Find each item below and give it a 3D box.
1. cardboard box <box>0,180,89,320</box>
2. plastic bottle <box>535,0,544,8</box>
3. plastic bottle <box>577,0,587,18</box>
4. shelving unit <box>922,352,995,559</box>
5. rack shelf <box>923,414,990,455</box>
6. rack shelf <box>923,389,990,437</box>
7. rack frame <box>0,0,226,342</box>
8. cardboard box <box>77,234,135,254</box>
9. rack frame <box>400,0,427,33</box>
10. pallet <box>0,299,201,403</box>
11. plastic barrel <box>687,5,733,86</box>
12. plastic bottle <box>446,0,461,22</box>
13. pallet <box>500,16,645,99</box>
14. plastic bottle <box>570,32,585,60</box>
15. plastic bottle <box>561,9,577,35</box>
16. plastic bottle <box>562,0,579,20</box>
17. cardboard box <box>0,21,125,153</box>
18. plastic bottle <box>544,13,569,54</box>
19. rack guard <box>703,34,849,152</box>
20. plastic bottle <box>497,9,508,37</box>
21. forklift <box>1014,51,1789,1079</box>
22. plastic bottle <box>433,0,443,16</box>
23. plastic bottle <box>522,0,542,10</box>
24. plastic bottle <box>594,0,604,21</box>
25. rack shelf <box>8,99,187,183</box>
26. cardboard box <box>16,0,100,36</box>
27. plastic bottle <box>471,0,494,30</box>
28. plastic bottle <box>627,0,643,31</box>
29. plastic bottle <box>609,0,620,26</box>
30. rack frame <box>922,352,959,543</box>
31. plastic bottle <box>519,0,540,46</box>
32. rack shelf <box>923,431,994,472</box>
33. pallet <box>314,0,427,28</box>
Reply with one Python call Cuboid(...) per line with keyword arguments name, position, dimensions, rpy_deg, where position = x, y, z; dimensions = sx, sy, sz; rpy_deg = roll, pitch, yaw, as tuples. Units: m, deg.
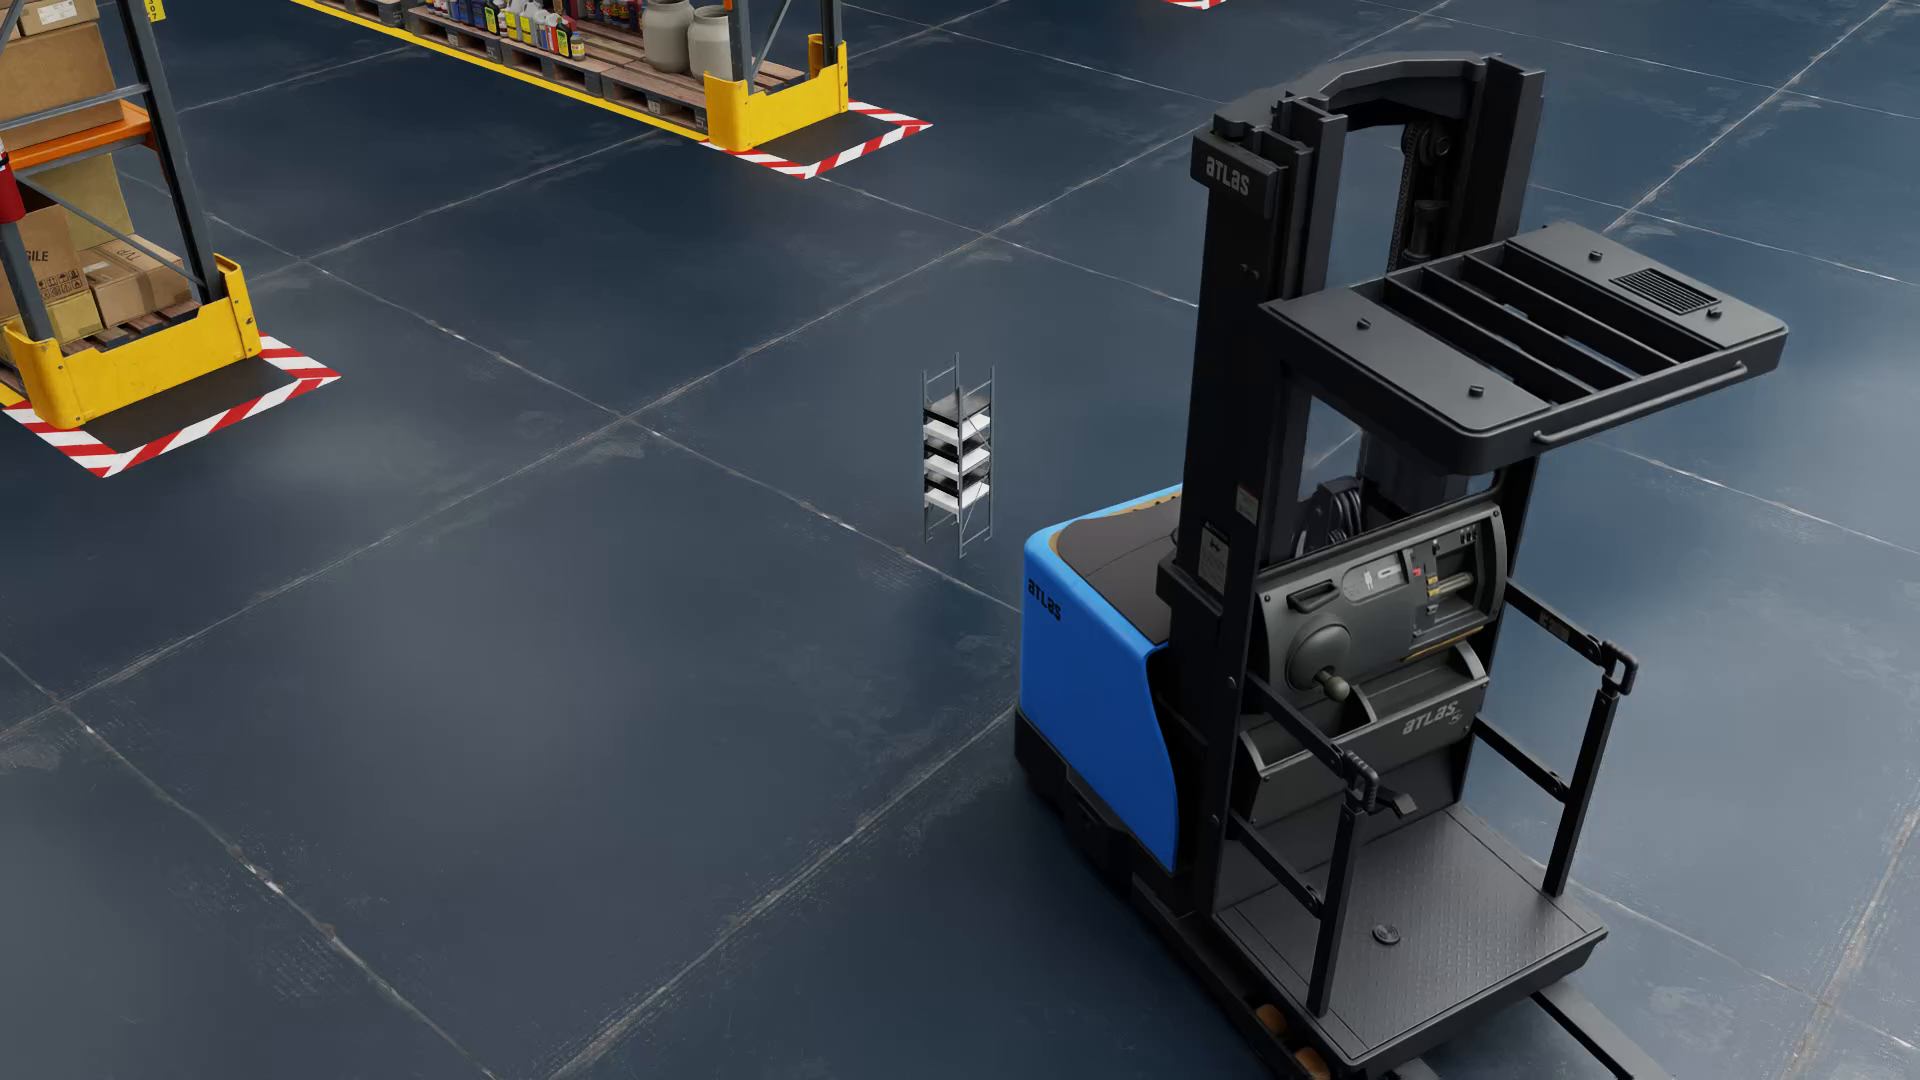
Cuboid(name="cardboard box", position=(-5.000, -1.528, 8.720), dimensions=(0.500, 0.500, 0.500), rpy_deg=(25, 42, 32))
Cuboid(name="plastic bottle", position=(-3.548, -4.524, 13.706), dimensions=(0.135, 0.276, 0.152), rpy_deg=(25, 42, 32))
Cuboid(name="plastic bottle", position=(-3.102, -4.420, 13.554), dimensions=(0.135, 0.276, 0.152), rpy_deg=(26, 42, 33))
Cuboid(name="shelving unit", position=(-0.006, -0.374, 7.500), dimensions=(0.210, 0.900, 0.258), rpy_deg=(25, 42, 32))
Cuboid(name="rack shelf", position=(-0.006, -0.495, 7.417), dimensions=(0.200, 0.077, 0.258), rpy_deg=(25, 42, 32))
Cuboid(name="rack shelf", position=(-0.006, -0.569, 7.366), dimensions=(0.200, 0.077, 0.258), rpy_deg=(25, 42, 32))
Cuboid(name="rack frame", position=(-4.397, -2.114, 8.179), dimensions=(0.127, 3.000, 1.000), rpy_deg=(25, 42, 32))
Cuboid(name="cardboard box", position=(-5.054, -1.624, 9.523), dimensions=(0.500, 0.250, 0.500), rpy_deg=(25, 42, 32))
Cuboid(name="rack frame", position=(-4.299, -5.717, 13.425), dimensions=(0.127, 3.000, 1.000), rpy_deg=(25, 42, 32))
Cuboid(name="pallet", position=(-5.012, -1.224, 9.345), dimensions=(1.213, 0.211, 1.003), rpy_deg=(25, 42, 32))
Cuboid(name="plastic barrel", position=(-1.780, -3.621, 12.199), dimensions=(0.421, 0.512, 0.421), rpy_deg=(0, 34, 0))
Cuboid(name="plastic bottle", position=(-4.069, -4.364, 13.472), dimensions=(0.135, 0.276, 0.152), rpy_deg=(27, 43, 33))
Cuboid(name="pallet", position=(-2.868, -3.864, 13.190), dimensions=(1.213, 0.211, 1.003), rpy_deg=(25, 42, 32))
Cuboid(name="plastic bottle", position=(-2.917, -3.770, 12.673), dimensions=(0.097, 0.201, 0.097), rpy_deg=(0, 34, 0))
Cuboid(name="plastic bottle", position=(-3.026, -3.954, 12.868), dimensions=(0.133, 0.283, 0.061), rpy_deg=(25, 42, 32))
Cuboid(name="plastic bottle", position=(-3.169, -4.377, 13.484), dimensions=(0.133, 0.283, 0.061), rpy_deg=(25, 42, 32))
Cuboid(name="cardboard box", position=(-4.748, -2.330, 8.405), dimensions=(0.500, 0.500, 0.700), rpy_deg=(25, 42, 32))
Cuboid(name="plastic bottle", position=(-3.093, -3.904, 12.803), dimensions=(0.135, 0.276, 0.152), rpy_deg=(26, 42, 32))
Cuboid(name="rack guard", position=(-1.314, -3.244, 12.033), dimensions=(0.348, 0.500, 1.175), rpy_deg=(25, 42, 32))
Cuboid(name="plastic bottle", position=(-3.597, -4.091, 13.140), dimensions=(0.097, 0.201, 0.097), rpy_deg=(0, 34, 0))
Cuboid(name="forklift", position=(1.377, 0.246, 4.803), dimensions=(1.130, 2.935, 3.031), rpy_deg=(-18, 38, -24))
Cuboid(name="plastic bottle", position=(-4.257, -4.402, 13.593), dimensions=(0.097, 0.201, 0.097), rpy_deg=(0, 34, 0))
Cuboid(name="plastic bottle", position=(-3.397, -4.154, 13.166), dimensions=(0.135, 0.276, 0.152), rpy_deg=(25, 42, 32))
Cuboid(name="plastic bottle", position=(-2.915, -4.351, 13.457), dimensions=(0.097, 0.271, 0.097), rpy_deg=(0, 34, 0))
Cuboid(name="rack shelf", position=(-5.934, -2.542, 9.437), dimensions=(4.000, 0.370, 1.077), rpy_deg=(25, 42, 32))
Cuboid(name="cardboard box", position=(-4.561, -2.659, 8.310), dimensions=(0.250, 0.149, 0.380), rpy_deg=(25, 42, 32))
Cuboid(name="plastic bottle", position=(-3.799, -4.265, 13.262), dimensions=(0.185, 0.351, 0.144), rpy_deg=(23, 41, 30))
Cuboid(name="plastic bottle", position=(-2.581, -4.212, 13.244), dimensions=(0.133, 0.283, 0.061), rpy_deg=(26, 42, 33))
Cuboid(name="plastic bottle", position=(-2.759, -4.277, 13.350), dimensions=(0.097, 0.271, 0.097), rpy_deg=(0, 34, 0))
Cuboid(name="rack frame", position=(-0.084, -0.411, 7.553), dimensions=(0.006, 0.900, 0.240), rpy_deg=(25, 42, 32))
Cuboid(name="plastic bottle", position=(-3.330, -4.043, 12.939), dimensions=(0.185, 0.351, 0.144), rpy_deg=(27, 43, 34))
Cuboid(name="rack shelf", position=(-0.006, -0.421, 7.467), dimensions=(0.200, 0.077, 0.258), rpy_deg=(25, 42, 32))
Cuboid(name="pallet", position=(-4.928, -4.835, 14.604), dimensions=(1.213, 0.211, 1.003), rpy_deg=(25, 42, 32))
